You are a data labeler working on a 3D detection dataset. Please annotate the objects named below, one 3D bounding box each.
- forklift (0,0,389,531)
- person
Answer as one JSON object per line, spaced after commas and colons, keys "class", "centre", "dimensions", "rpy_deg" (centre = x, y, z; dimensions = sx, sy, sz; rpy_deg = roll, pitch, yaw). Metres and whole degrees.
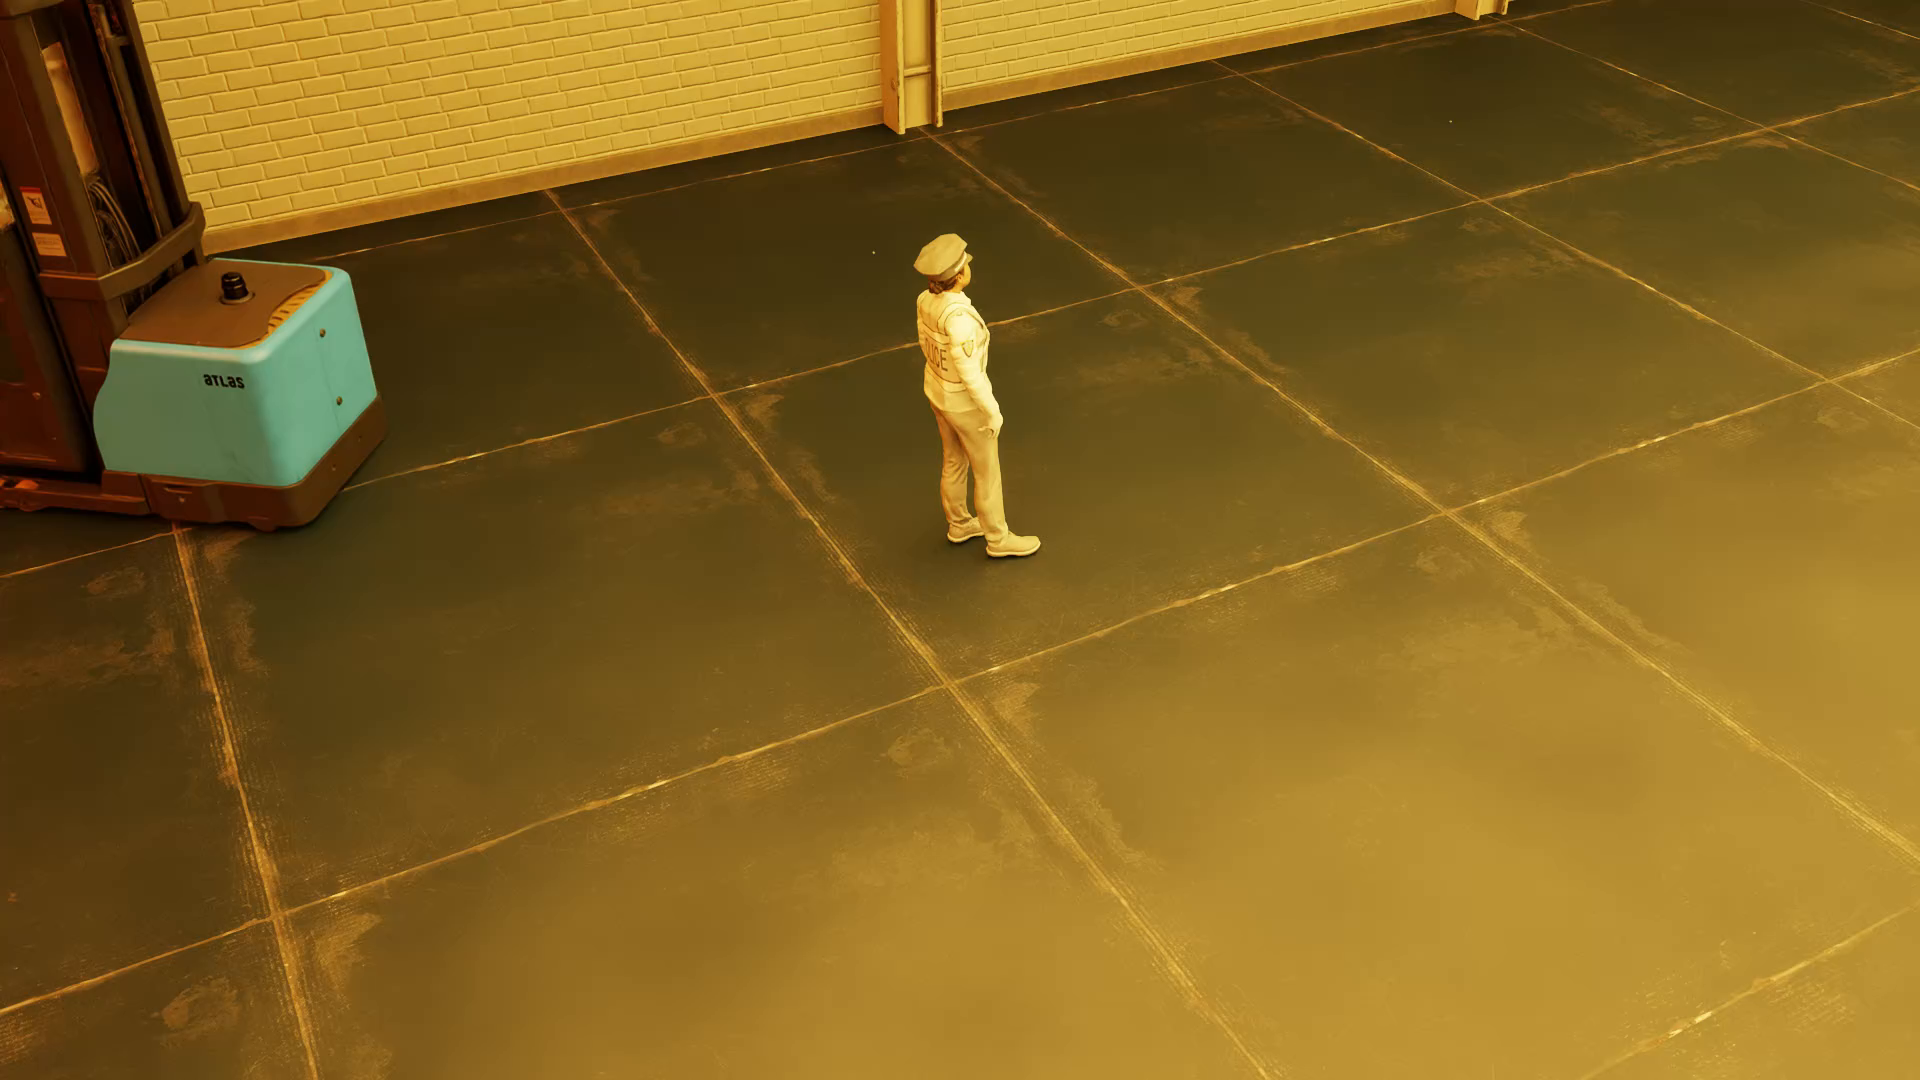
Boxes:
{"class": "forklift", "centre": [-4.796, -1.642, 8.446], "dimensions": [3.031, 2.935, 1.130], "rpy_deg": [6, 36, 8]}
{"class": "person", "centre": [0.062, -0.713, 8.190], "dimensions": [0.534, 1.696, 0.587], "rpy_deg": [-17, 39, -23]}
